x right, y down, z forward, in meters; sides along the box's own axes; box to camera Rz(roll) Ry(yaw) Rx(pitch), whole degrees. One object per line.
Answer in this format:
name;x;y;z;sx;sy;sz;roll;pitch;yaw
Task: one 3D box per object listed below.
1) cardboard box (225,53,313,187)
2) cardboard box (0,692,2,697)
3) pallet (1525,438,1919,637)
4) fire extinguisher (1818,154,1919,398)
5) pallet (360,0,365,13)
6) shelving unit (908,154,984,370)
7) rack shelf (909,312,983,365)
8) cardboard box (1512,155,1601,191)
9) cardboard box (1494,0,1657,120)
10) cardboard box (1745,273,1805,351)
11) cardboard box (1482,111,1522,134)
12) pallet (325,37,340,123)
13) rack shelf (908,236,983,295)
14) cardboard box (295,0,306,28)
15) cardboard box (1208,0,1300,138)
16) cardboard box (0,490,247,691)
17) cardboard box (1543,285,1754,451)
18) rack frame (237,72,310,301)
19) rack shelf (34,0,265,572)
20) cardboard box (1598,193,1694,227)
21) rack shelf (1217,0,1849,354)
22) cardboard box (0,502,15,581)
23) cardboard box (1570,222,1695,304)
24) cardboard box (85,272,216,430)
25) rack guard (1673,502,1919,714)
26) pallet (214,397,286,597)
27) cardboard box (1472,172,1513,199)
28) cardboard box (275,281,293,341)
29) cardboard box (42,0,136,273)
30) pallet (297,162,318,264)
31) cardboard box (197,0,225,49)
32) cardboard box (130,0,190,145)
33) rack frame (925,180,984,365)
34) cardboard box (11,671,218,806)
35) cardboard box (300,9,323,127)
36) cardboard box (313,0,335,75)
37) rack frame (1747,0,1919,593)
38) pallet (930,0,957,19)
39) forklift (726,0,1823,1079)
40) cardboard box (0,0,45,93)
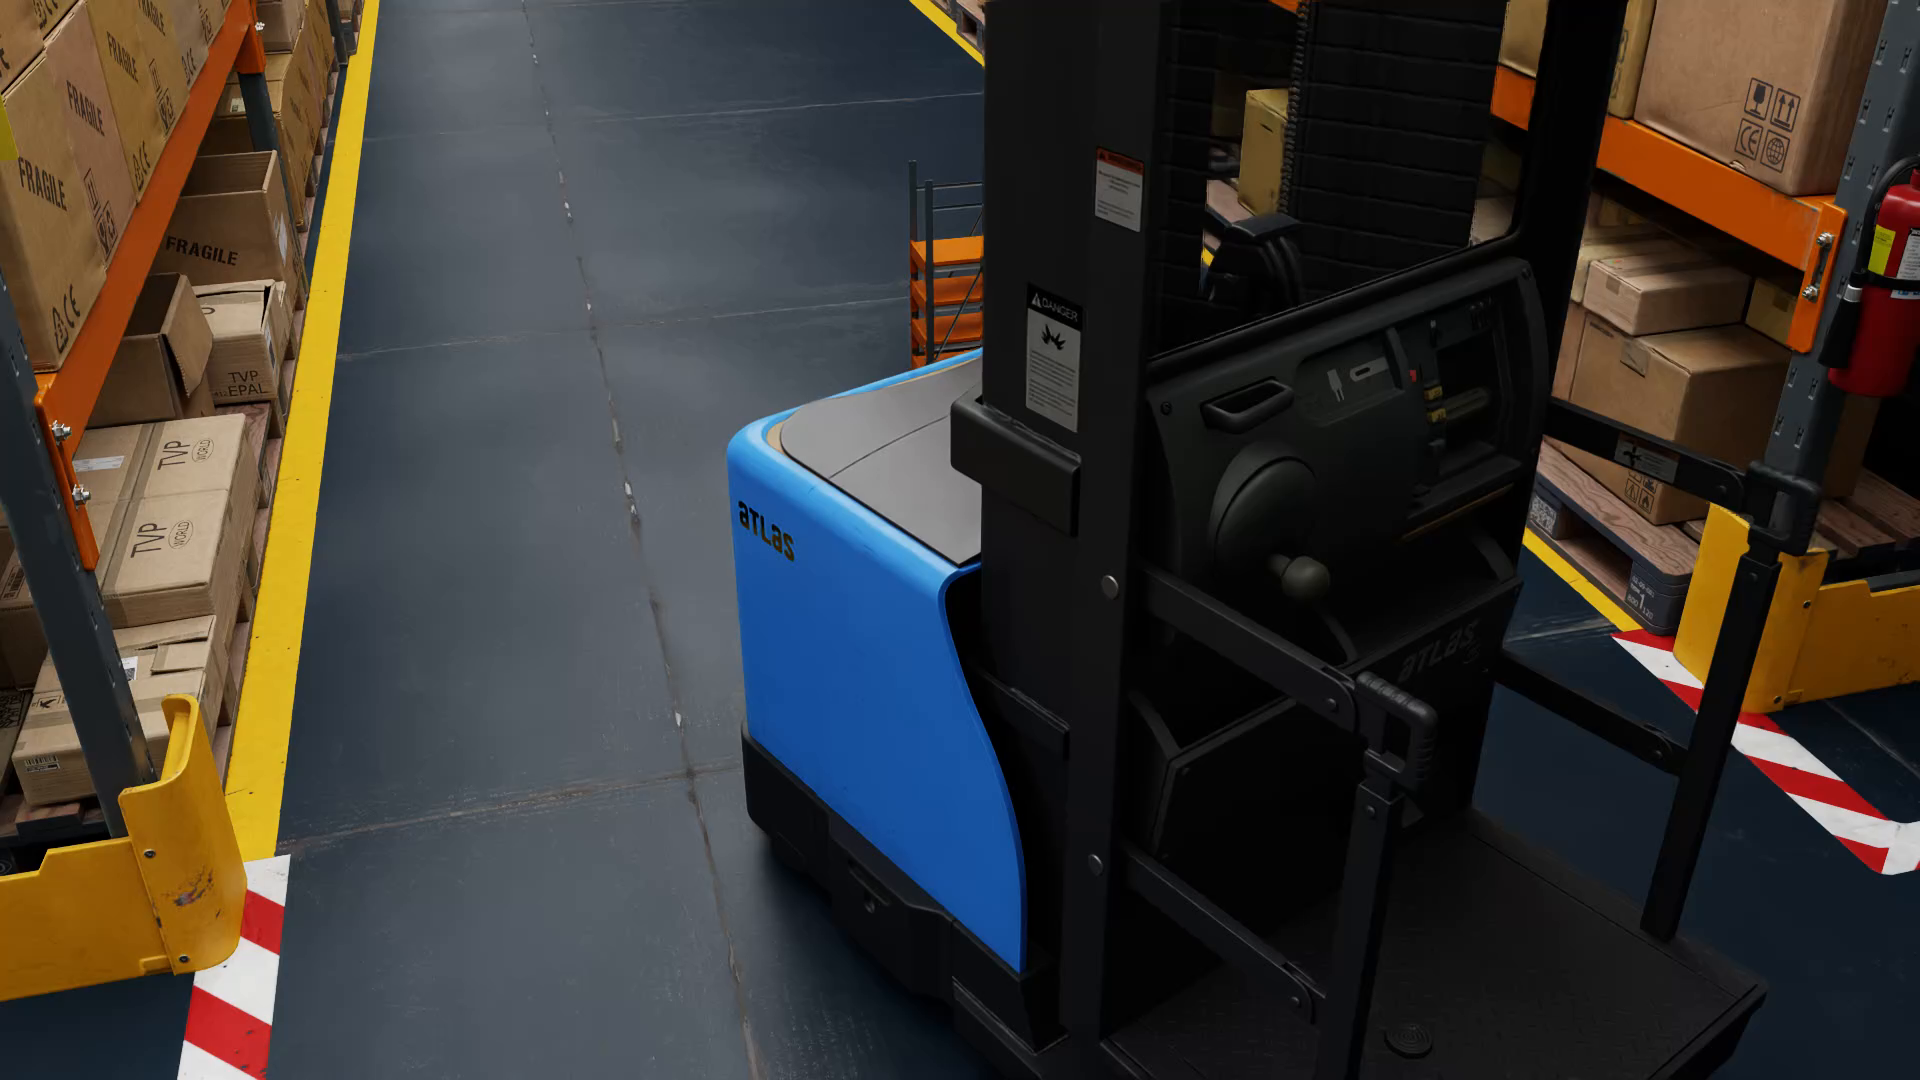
cardboard box;-3.285;-1.900;7.594;0.500;0.500;0.500;-7;31;-13
cardboard box;-2.559;0.324;3.752;0.500;0.500;0.500;-8;31;-13
pallet;2.310;-0.167;5.327;1.003;0.211;1.213;-8;31;-13
fire extinguisher;2.193;-0.669;3.860;0.296;0.674;0.183;-8;31;-13
pallet;-4.802;-3.985;11.924;1.003;0.211;1.213;-8;31;-13
shelving unit;-0.004;-0.526;4.962;0.258;1.200;0.189;-8;31;-13
rack shelf;-0.004;-0.592;4.924;0.258;0.103;0.180;-8;31;-13
cardboard box;2.203;-1.282;5.898;0.380;0.149;0.250;-8;31;-13
cardboard box;2.249;-1.722;4.932;0.980;0.700;0.700;-8;31;-14
cardboard box;2.541;-0.669;4.841;0.380;0.149;0.250;-8;31;-13
cardboard box;2.067;-1.528;6.325;0.380;0.149;0.250;-8;31;-13
pallet;-4.139;-2.629;9.581;1.003;0.211;1.213;-8;31;-13
rack shelf;-0.004;-0.799;4.803;0.258;0.103;0.180;-8;31;-13
cardboard box;-3.532;-2.694;8.217;0.500;0.250;0.500;-8;31;-14
cardboard box;1.238;-2.478;8.263;0.750;0.750;0.750;-7;31;-13
cardboard box;-2.181;0.120;4.353;0.500;0.250;0.500;-8;31;-13
cardboard box;2.183;-0.664;5.479;0.700;0.500;0.500;-8;31;-13
rack frame;-3.239;-2.269;6.176;1.000;3.000;0.127;-8;31;-13
rack shelf;-2.708;-0.992;4.688;1.077;0.370;4.000;-8;31;-13
cardboard box;2.340;-1.035;5.472;0.380;0.149;0.250;-8;31;-13
rack shelf;2.067;-1.652;5.829;1.077;0.370;4.000;-8;31;-13
cardboard box;-2.782;-0.030;4.614;0.500;0.250;0.500;-8;31;-13
cardboard box;2.037;-0.864;5.178;0.380;0.149;0.250;-7;31;-12
cardboard box;-2.735;-0.473;5.125;0.797;0.503;0.637;-8;31;-13
rack guard;2.604;0.096;4.586;1.175;0.500;0.348;-8;31;-13
pallet;-2.730;-0.140;5.282;1.003;0.211;1.213;-8;31;-13
cardboard box;1.900;-1.164;6.342;0.700;0.500;0.500;-7;31;-12
cardboard box;-2.657;-0.815;6.071;0.380;0.149;0.250;-8;31;-13
cardboard box;-2.183;-0.878;3.674;0.500;0.500;0.500;-8;31;-14
pallet;-3.491;-1.450;7.545;1.003;0.211;1.213;-8;31;-13
cardboard box;-2.721;-1.856;5.363;0.500;0.500;0.500;-7;31;-12
cardboard box;-2.444;-1.363;4.510;0.500;0.500;0.500;-7;31;-13
rack frame;0.020;-0.482;4.885;0.240;1.200;0.006;-8;31;-13
cardboard box;-1.957;0.458;3.871;0.380;0.149;0.250;-8;31;-13
cardboard box;-3.544;-2.387;8.435;0.500;0.500;0.500;-9;31;-15
cardboard box;-3.826;-2.889;9.303;0.500;0.500;0.500;-7;31;-11
rack frame;2.598;-0.998;3.980;1.000;3.000;0.127;-8;31;-13
pallet;0.268;-4.032;12.006;1.003;0.211;1.213;-8;31;-13
forklift;0.797;-0.147;2.579;1.130;2.935;3.031;-22;36;-33
cardboard box;-2.041;-1.063;2.994;0.500;0.500;0.500;-7;31;-12
